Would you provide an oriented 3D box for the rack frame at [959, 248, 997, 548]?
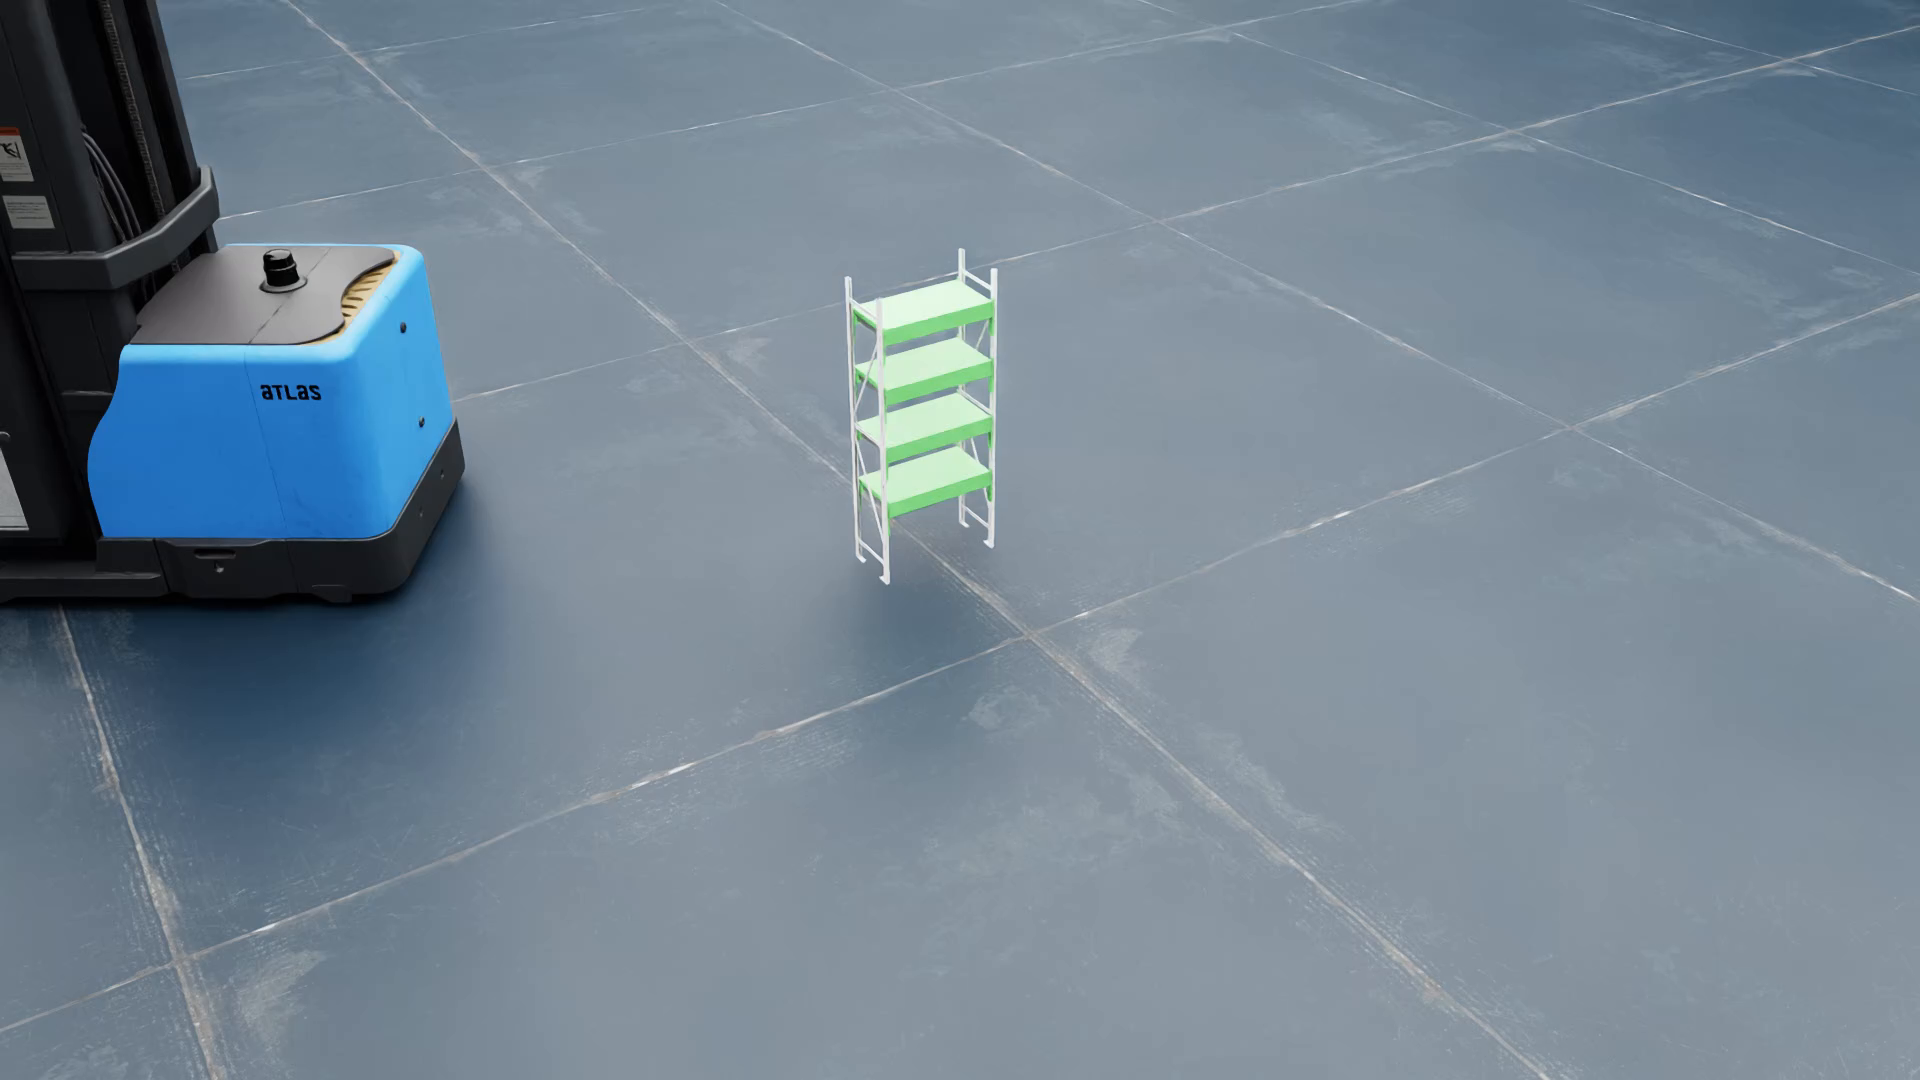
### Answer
[{"bbox_3d":[0.066,-0.530,6.466,0.015,1.200,0.240,-19,37,-27],"label":"rack frame"}]

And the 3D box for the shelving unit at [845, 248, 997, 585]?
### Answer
[{"bbox_3d":[-0.139,-0.460,6.354,0.503,1.200,0.258,-19,37,-27],"label":"shelving unit"}]

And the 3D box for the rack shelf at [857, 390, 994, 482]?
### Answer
[{"bbox_3d":[-0.139,-0.406,6.388,0.480,0.148,0.258,-19,37,-27],"label":"rack shelf"}]

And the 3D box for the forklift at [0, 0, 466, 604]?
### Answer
[{"bbox_3d":[-3.630,-1.263,6.004,3.031,2.935,1.130,0,32,1],"label":"forklift"}]

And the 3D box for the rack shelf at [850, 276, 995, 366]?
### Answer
[{"bbox_3d":[-0.139,-0.812,6.132,0.480,0.148,0.258,-19,37,-27],"label":"rack shelf"}]

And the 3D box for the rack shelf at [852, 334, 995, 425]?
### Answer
[{"bbox_3d":[-0.139,-0.609,6.260,0.480,0.148,0.258,-19,37,-27],"label":"rack shelf"}]

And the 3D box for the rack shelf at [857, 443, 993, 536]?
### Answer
[{"bbox_3d":[-0.139,-0.203,6.516,0.480,0.148,0.258,-19,37,-27],"label":"rack shelf"}]

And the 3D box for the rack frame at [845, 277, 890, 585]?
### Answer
[{"bbox_3d":[-0.344,-0.389,6.242,0.015,1.200,0.240,-19,37,-27],"label":"rack frame"}]
